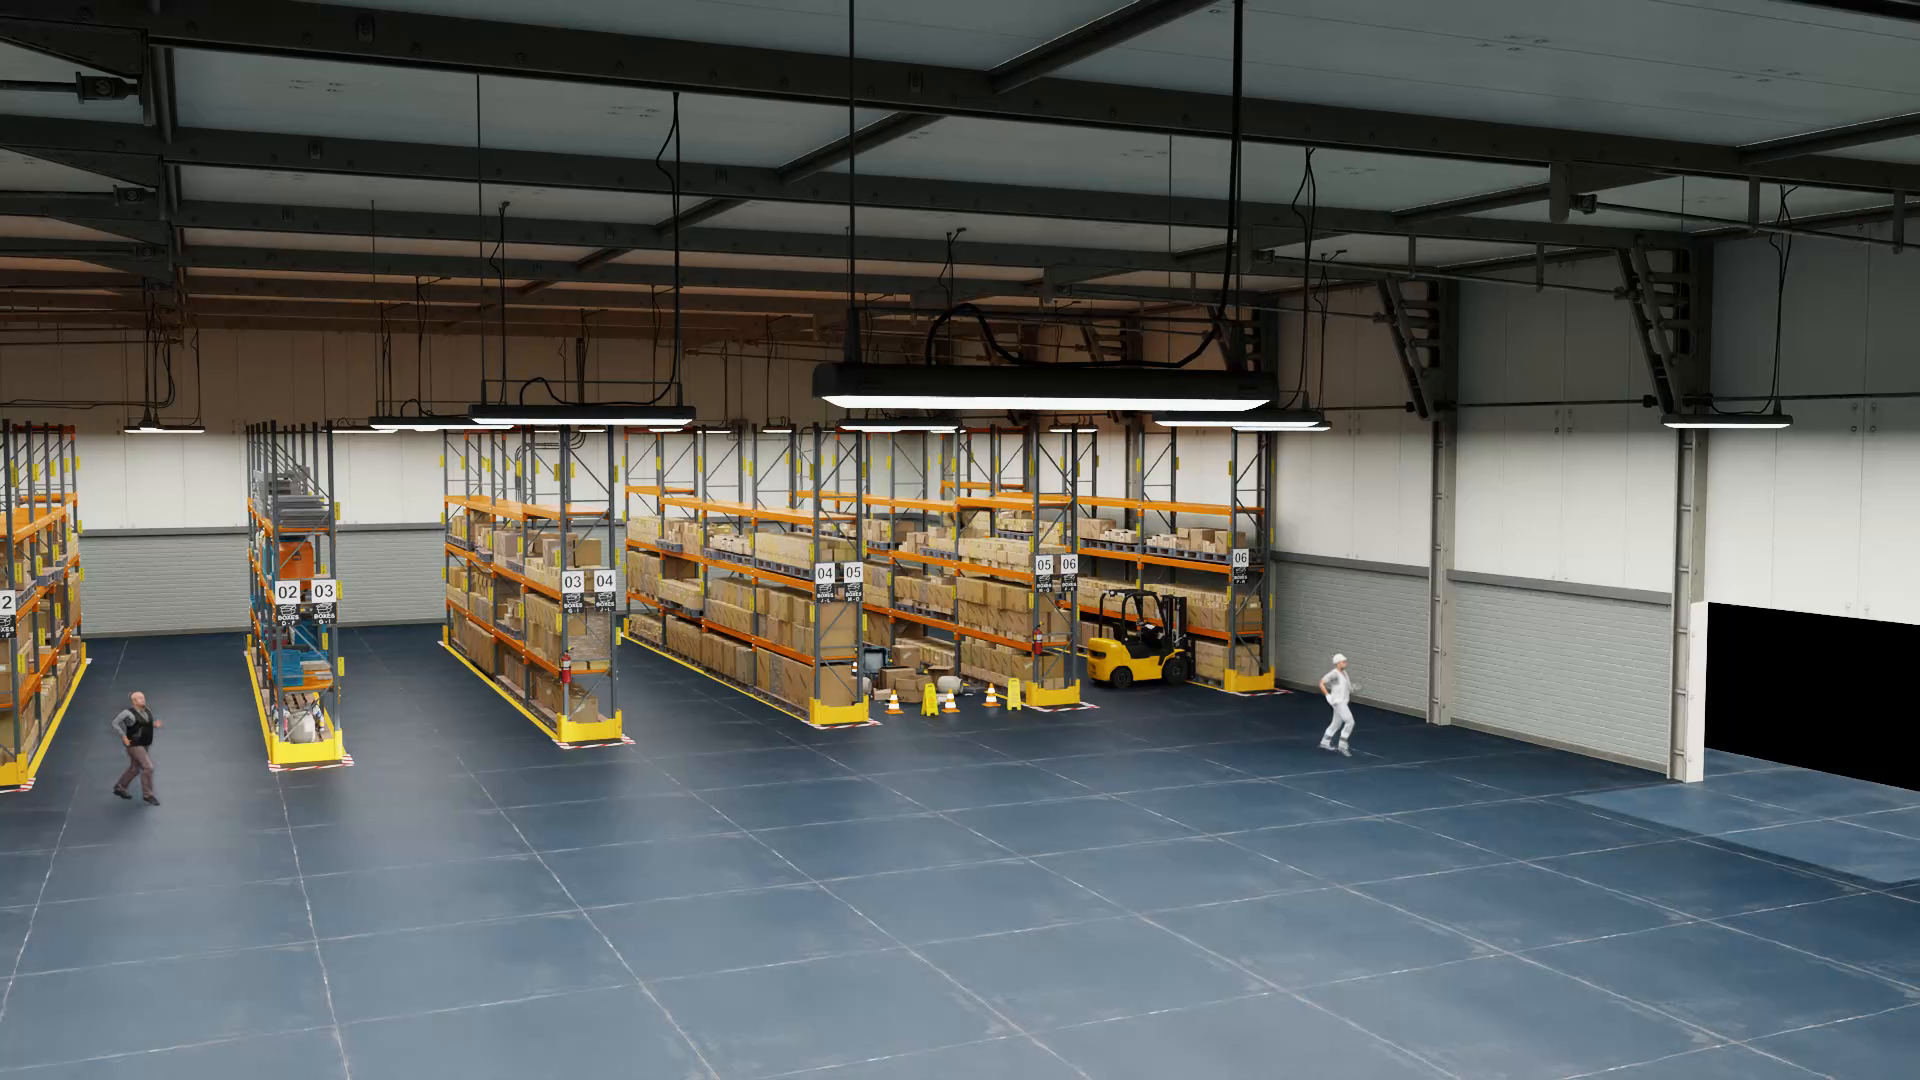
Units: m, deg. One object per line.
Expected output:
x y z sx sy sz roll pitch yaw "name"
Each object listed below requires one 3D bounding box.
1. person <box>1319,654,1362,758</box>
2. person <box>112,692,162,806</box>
6.814 2.965 29.801 0.763 1.838 0.641 2 4 30 "person"
-12.820 3.249 25.920 0.804 1.782 0.632 0 4 4 "person"
